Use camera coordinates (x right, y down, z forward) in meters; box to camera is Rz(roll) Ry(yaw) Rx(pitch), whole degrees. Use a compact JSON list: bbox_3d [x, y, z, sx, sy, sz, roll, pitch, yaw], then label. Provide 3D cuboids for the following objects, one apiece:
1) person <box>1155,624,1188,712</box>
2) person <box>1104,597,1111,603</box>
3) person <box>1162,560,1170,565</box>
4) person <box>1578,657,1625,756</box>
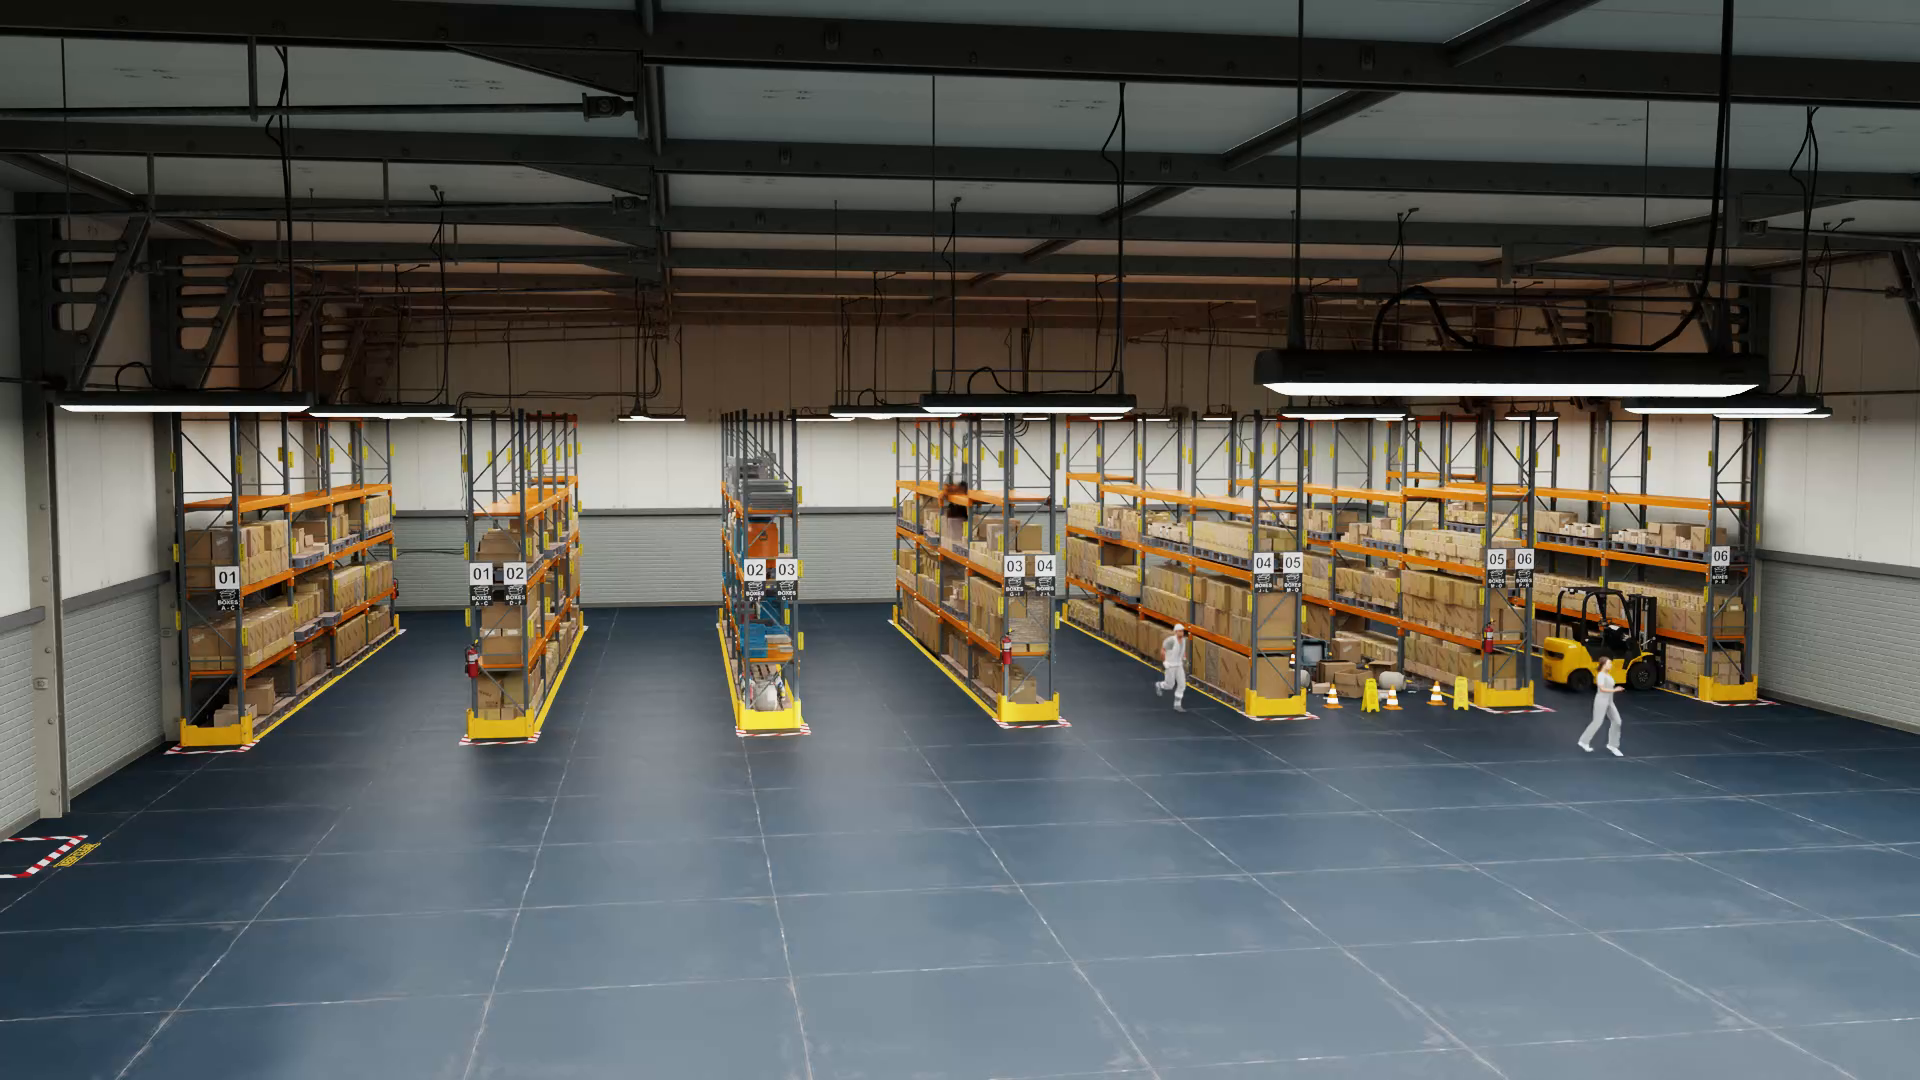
[{"bbox_3d":[4.263,2.540,33.406,0.662,1.759,0.895,-3,5,-32],"label":"person"},{"bbox_3d":[4.317,1.451,49.528,0.754,1.685,0.646,2,5,29],"label":"person"},{"bbox_3d":[6.308,1.412,50.372,0.817,1.602,0.546,0,4,-4],"label":"person"},{"bbox_3d":[11.117,2.873,28.800,0.775,1.731,0.580,4,5,42],"label":"person"}]
